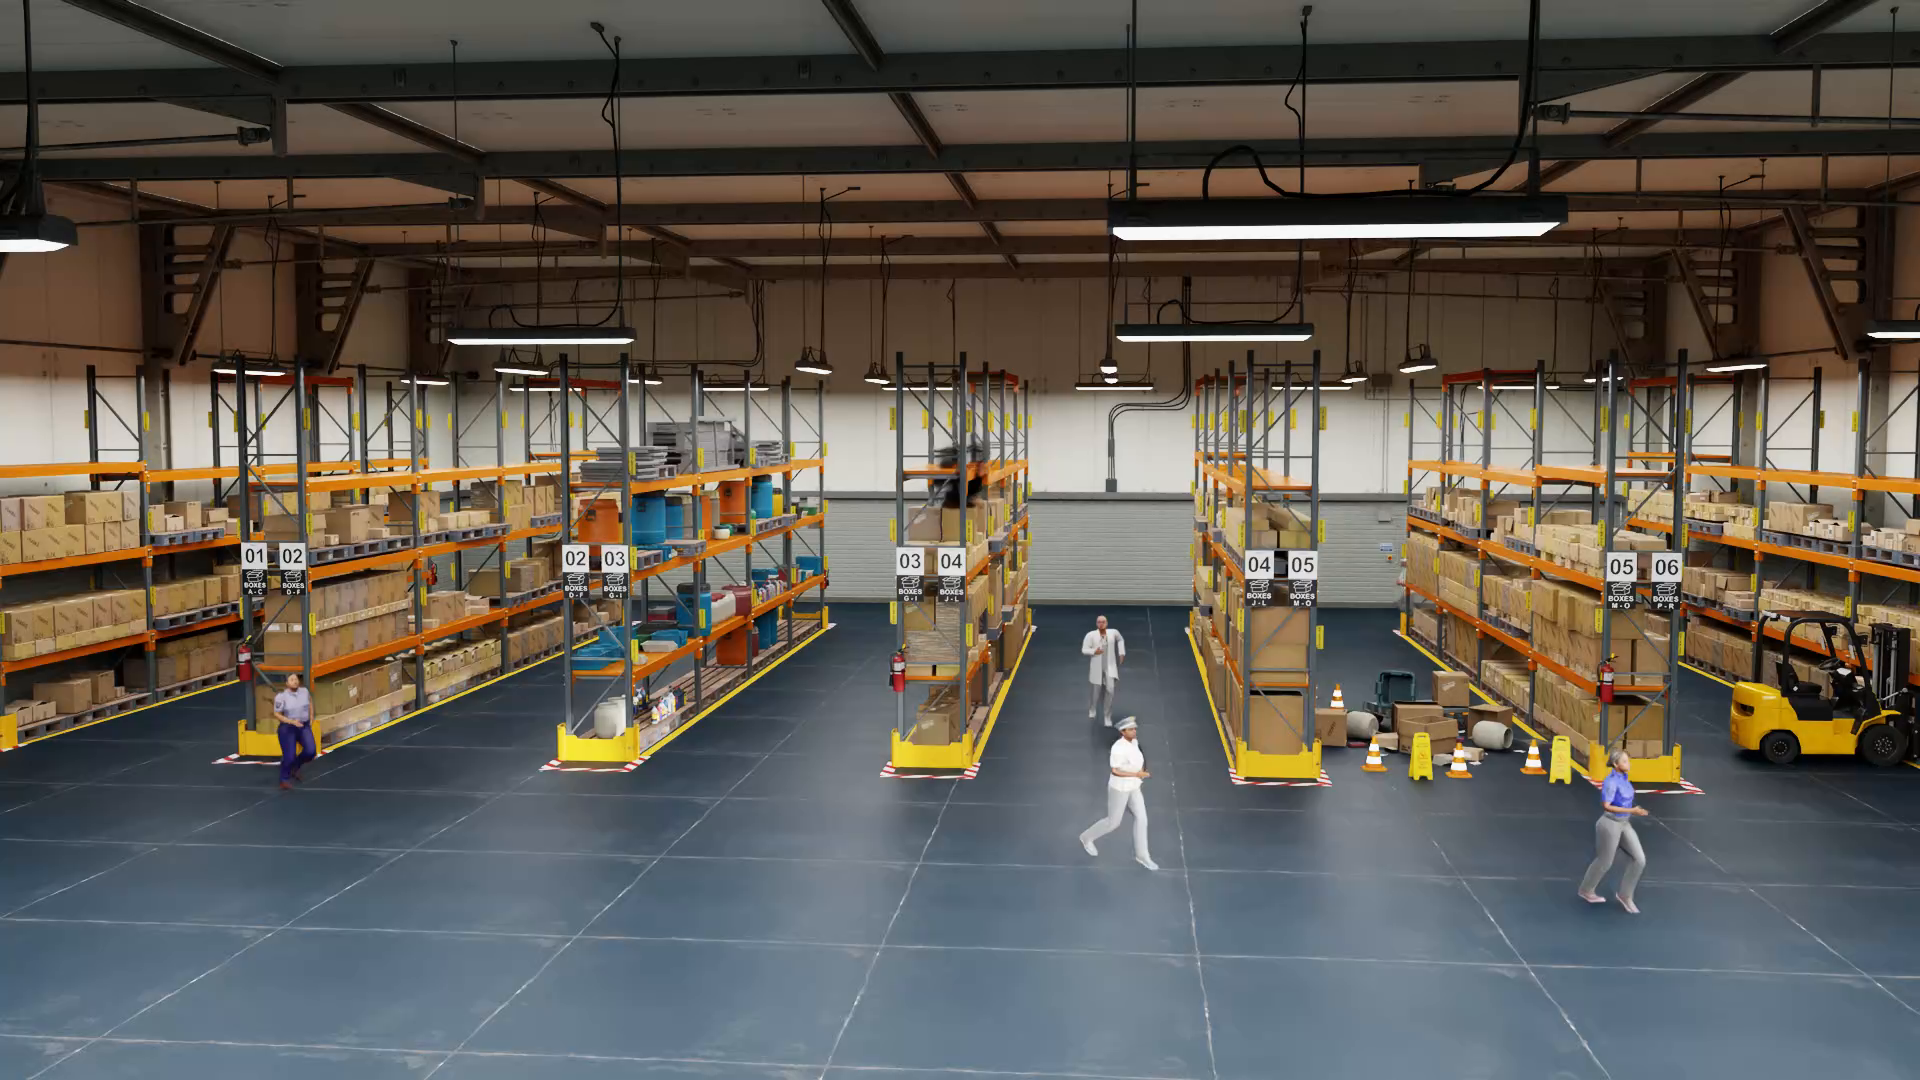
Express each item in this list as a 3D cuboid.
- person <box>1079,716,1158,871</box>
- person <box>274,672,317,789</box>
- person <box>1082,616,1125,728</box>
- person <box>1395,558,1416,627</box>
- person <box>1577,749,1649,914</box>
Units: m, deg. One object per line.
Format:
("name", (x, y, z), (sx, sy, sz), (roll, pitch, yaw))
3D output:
("person", (1.825, 2.821, 18.795), (0.937, 1.719, 0.588), (4, 5, 41))
("person", (-9.031, 2.594, 22.651), (0.676, 1.602, 0.630), (4, 6, 43))
("person", (2.378, 2.158, 27.606), (0.731, 1.837, 0.988), (0, 4, 0))
("person", (10.911, 1.280, 40.356), (0.676, 1.802, 0.714), (1, 4, 18))
("person", (6.690, 2.983, 16.984), (0.568, 1.710, 0.739), (-3, 5, -40))
